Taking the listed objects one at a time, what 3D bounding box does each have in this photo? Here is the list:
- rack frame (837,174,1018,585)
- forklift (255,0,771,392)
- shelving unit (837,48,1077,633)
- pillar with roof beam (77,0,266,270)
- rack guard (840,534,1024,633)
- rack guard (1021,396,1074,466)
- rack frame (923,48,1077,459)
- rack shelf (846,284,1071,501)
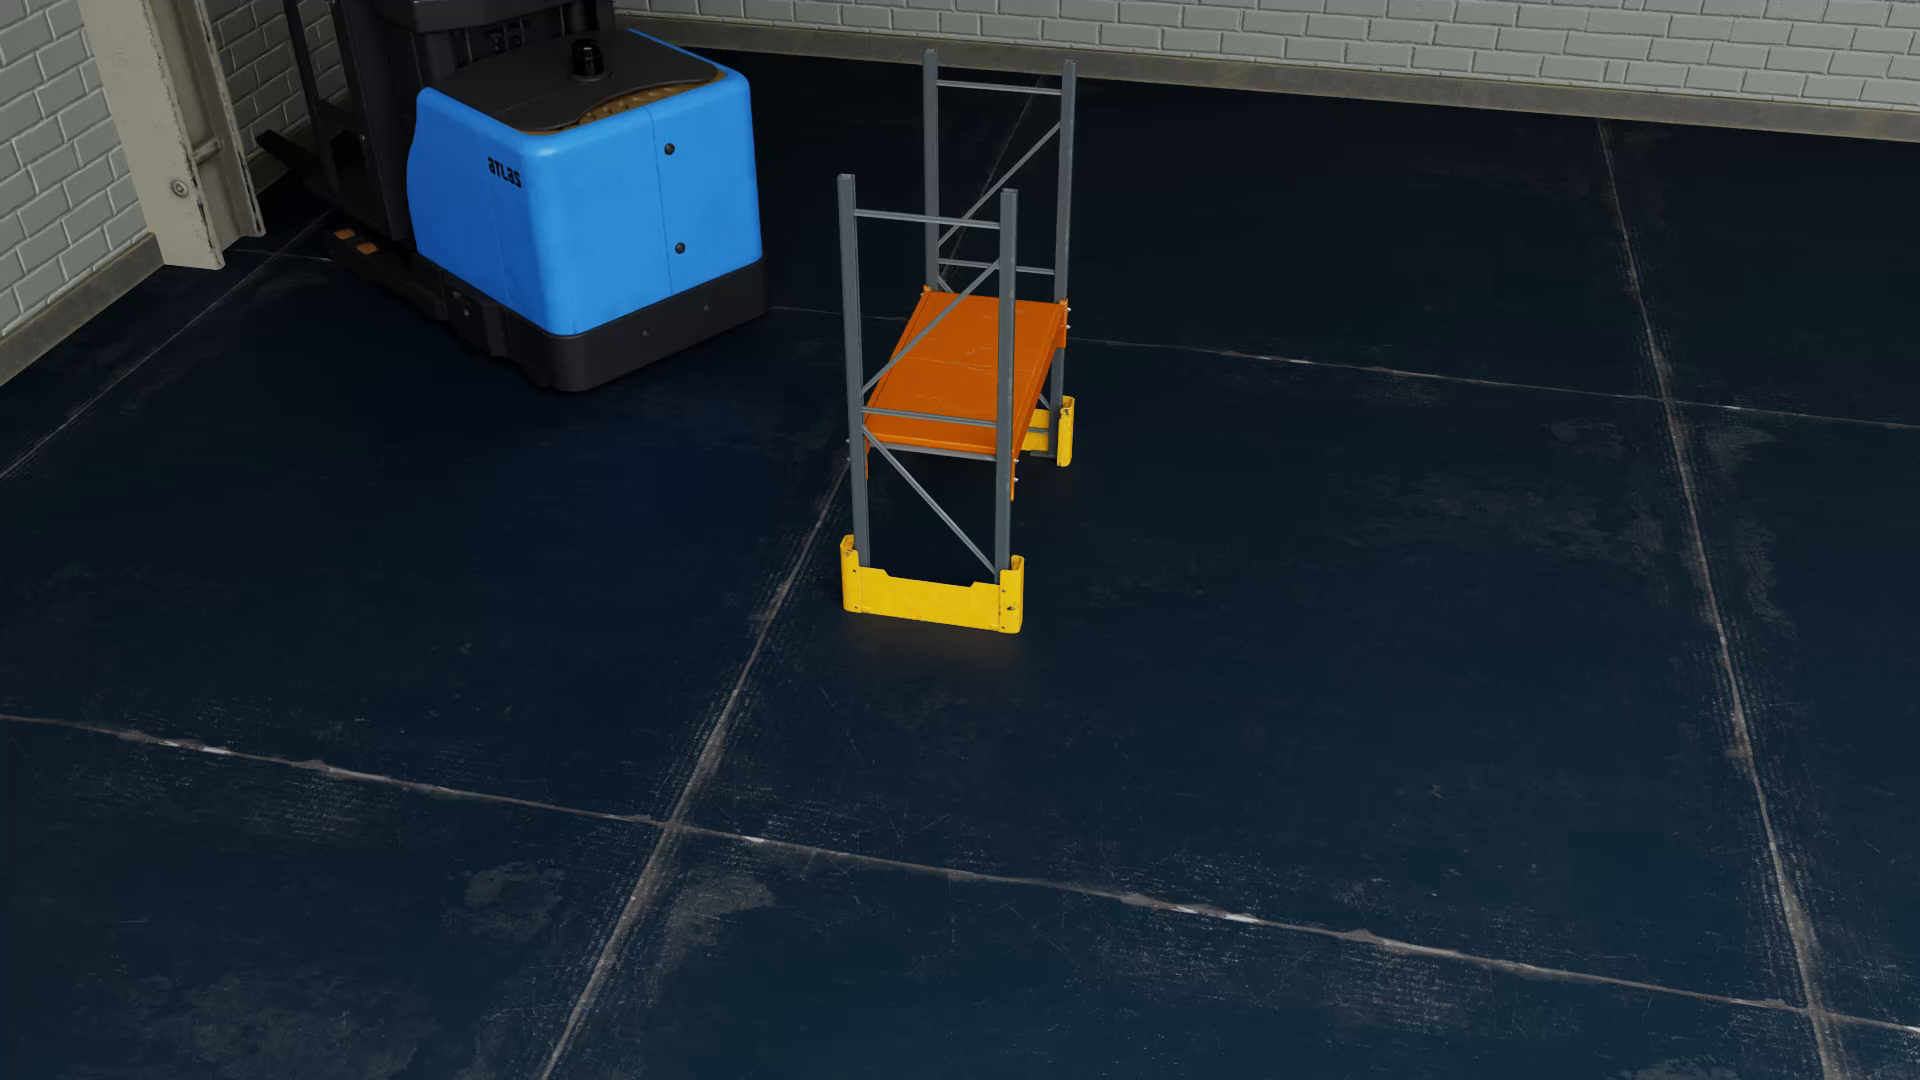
[{"bbox_3d":[-0.090,-0.365,4.975,0.500,1.500,0.032,7,37,10],"label":"rack frame"},{"bbox_3d":[-2.191,-2.519,6.728,1.130,2.935,3.031,-30,46,-35],"label":"forklift"},{"bbox_3d":[0.016,-0.651,5.370,0.587,1.500,1.083,7,37,10],"label":"shelving unit"},{"bbox_3d":[0.795,-4.441,4.209,9.100,9.000,0.400,7,37,10],"label":"pillar with roof beam"},{"bbox_3d":[-0.090,0.141,5.343,0.587,0.250,0.087,7,37,10],"label":"rack guard"},{"bbox_3d":[0.123,-0.430,6.131,0.587,0.250,0.087,7,37,10],"label":"rack guard"},{"bbox_3d":[0.127,-0.948,5.779,0.500,1.500,0.032,7,37,10],"label":"rack frame"},{"bbox_3d":[0.018,-0.511,5.483,0.538,0.185,1.000,7,37,10],"label":"rack shelf"}]
